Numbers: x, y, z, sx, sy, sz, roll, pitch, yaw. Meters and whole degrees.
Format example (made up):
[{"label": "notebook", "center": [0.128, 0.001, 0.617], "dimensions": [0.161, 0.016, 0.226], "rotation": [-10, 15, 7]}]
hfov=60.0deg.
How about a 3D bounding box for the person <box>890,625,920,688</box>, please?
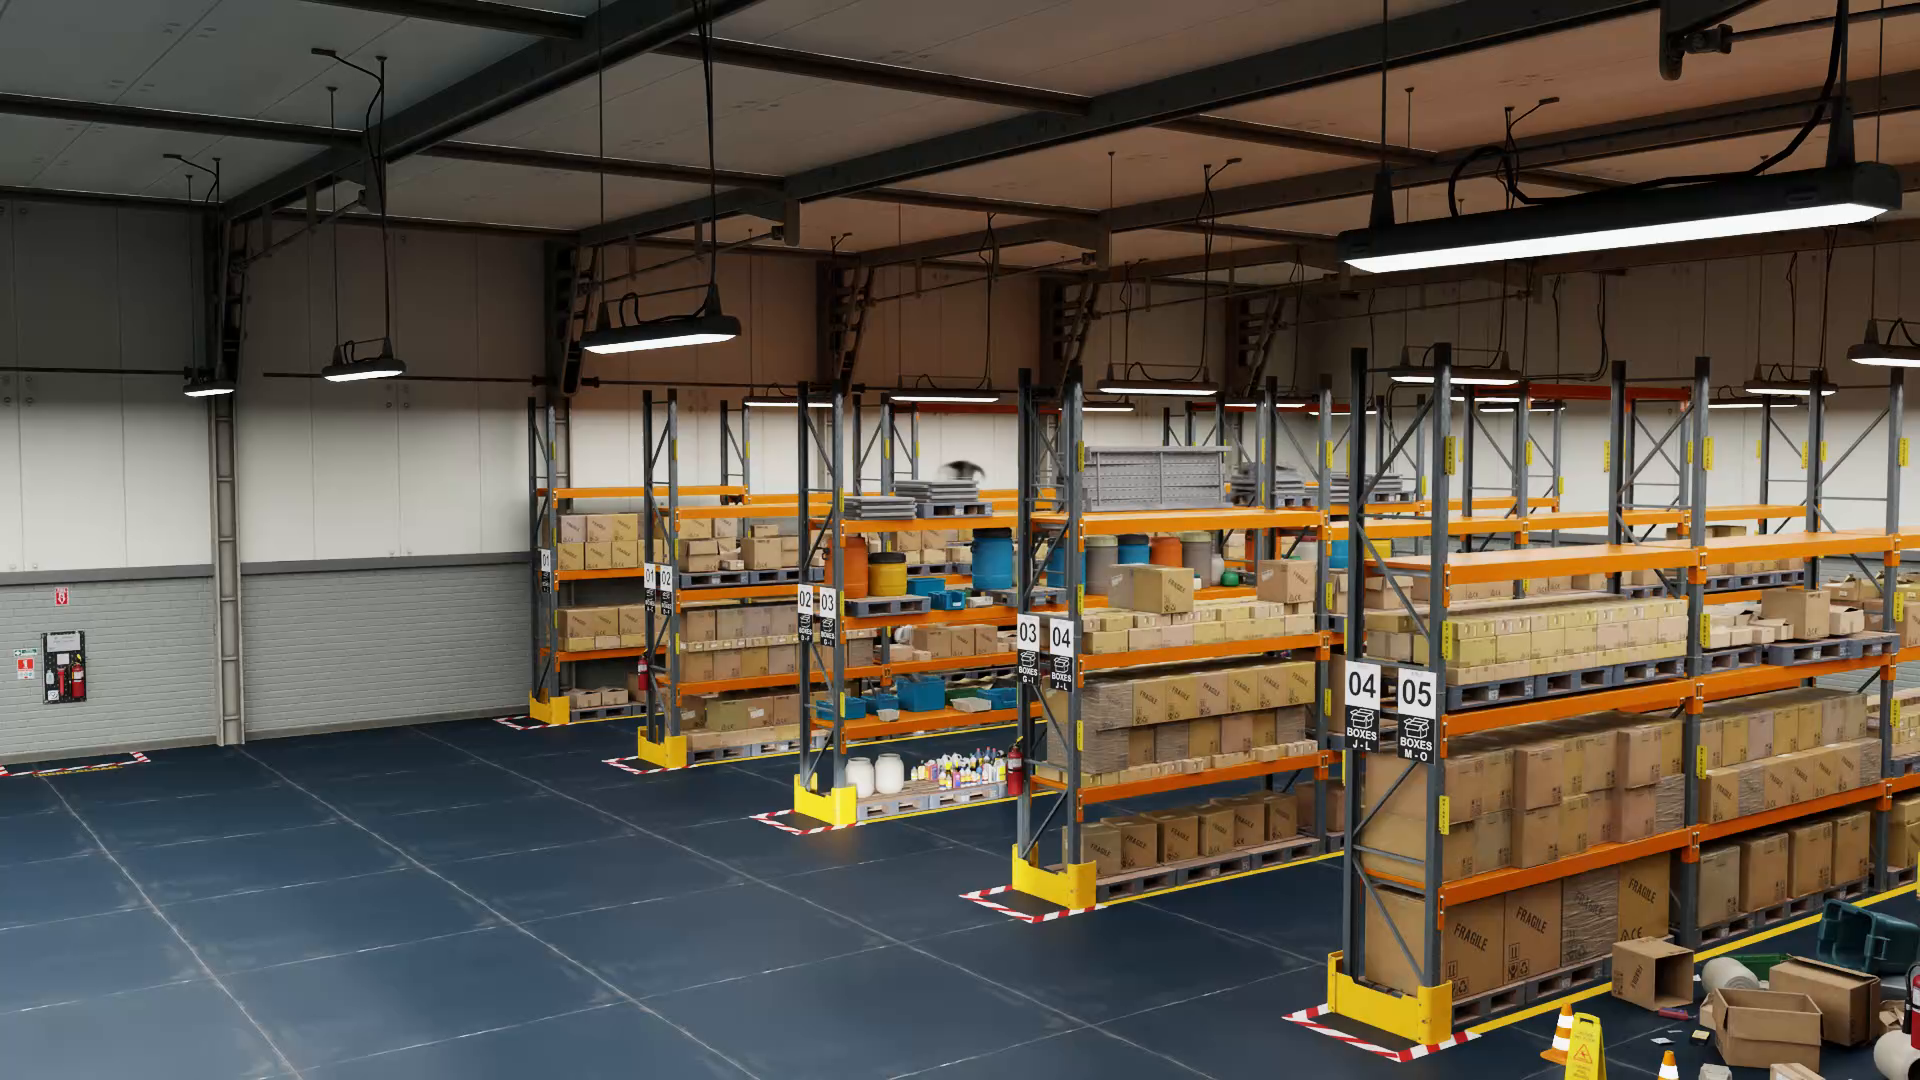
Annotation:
[{"label": "person", "center": [-1.141, 2.280, 33.646], "dimensions": [0.838, 1.752, 0.737], "rotation": [-2, 4, -25]}]
